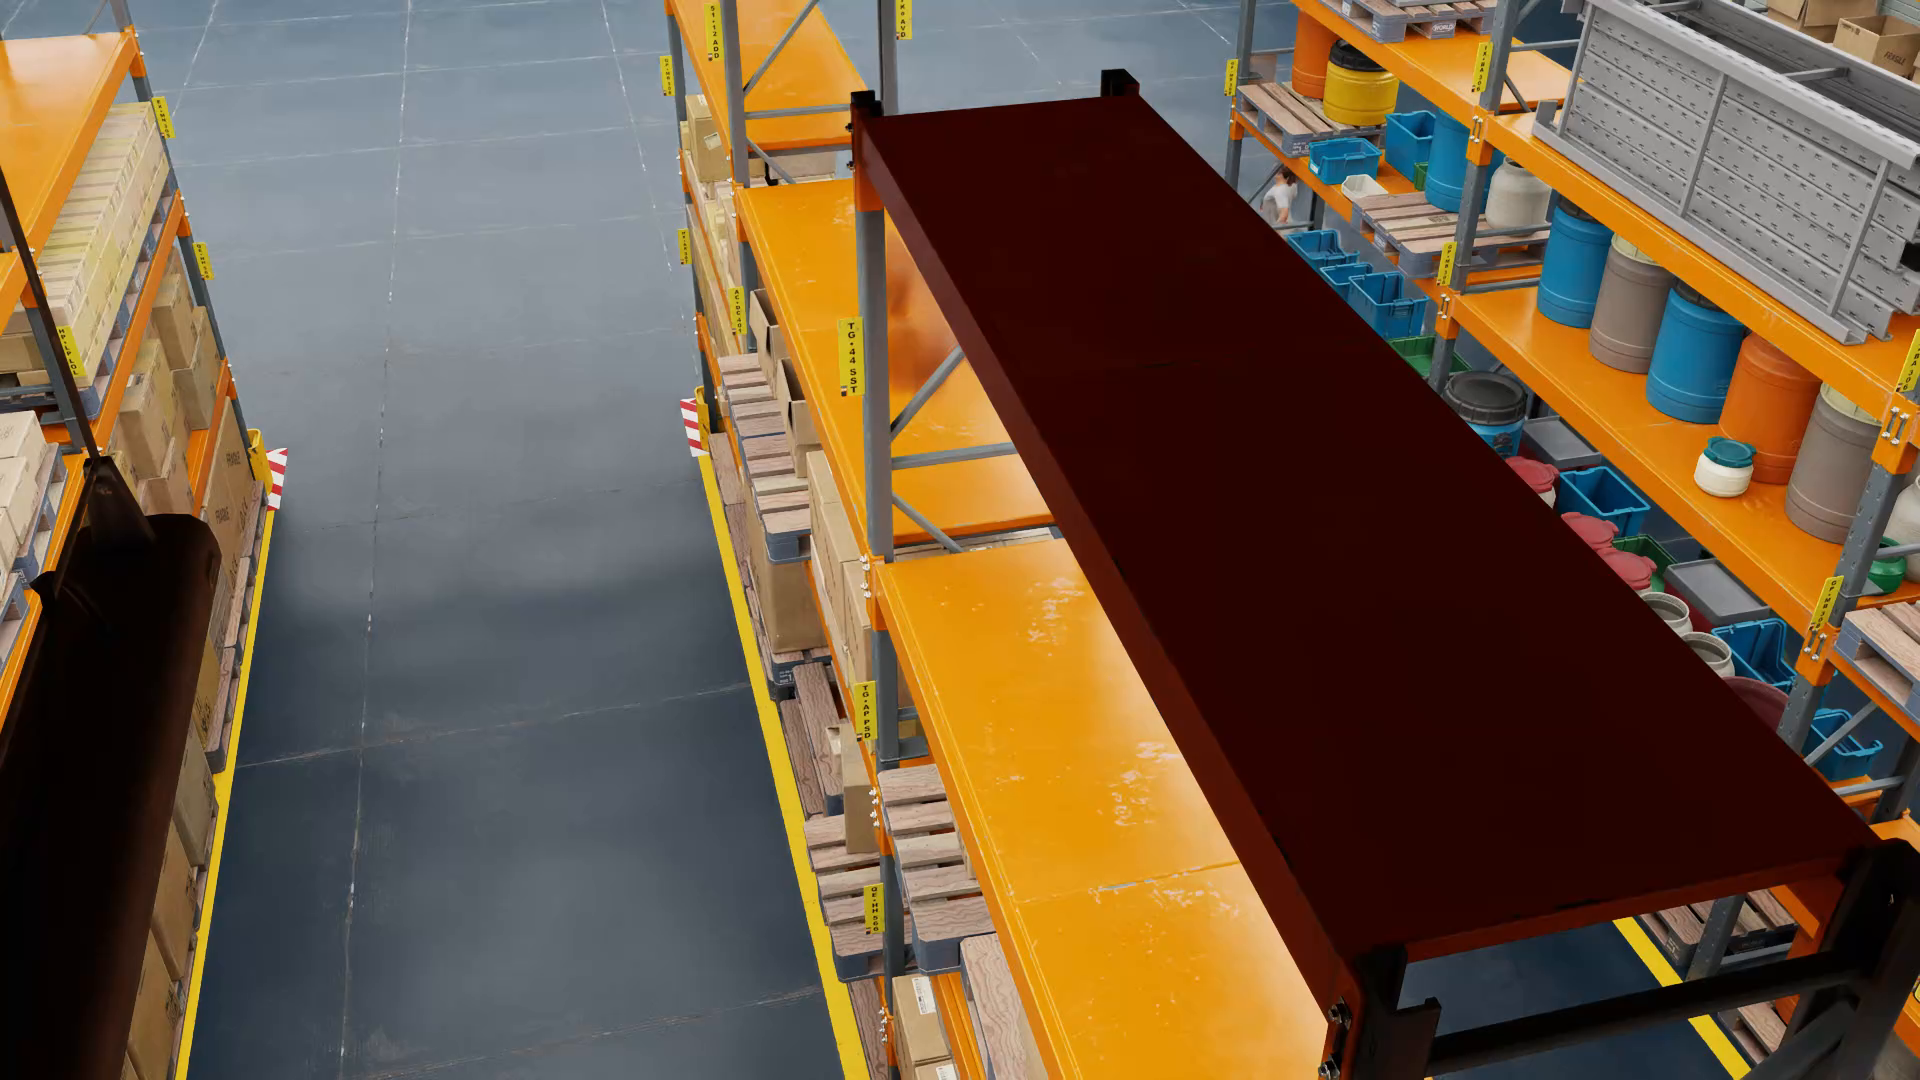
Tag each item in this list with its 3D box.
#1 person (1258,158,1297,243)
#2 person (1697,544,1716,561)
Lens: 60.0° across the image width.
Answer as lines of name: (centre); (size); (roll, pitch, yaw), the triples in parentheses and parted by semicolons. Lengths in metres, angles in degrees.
person: (3.277, -3.216, 17.304); (0.936, 1.659, 0.647); (21, 40, 28)
person: (5.713, 0.074, 12.409); (0.645, 1.841, 0.767); (-11, 36, -16)
